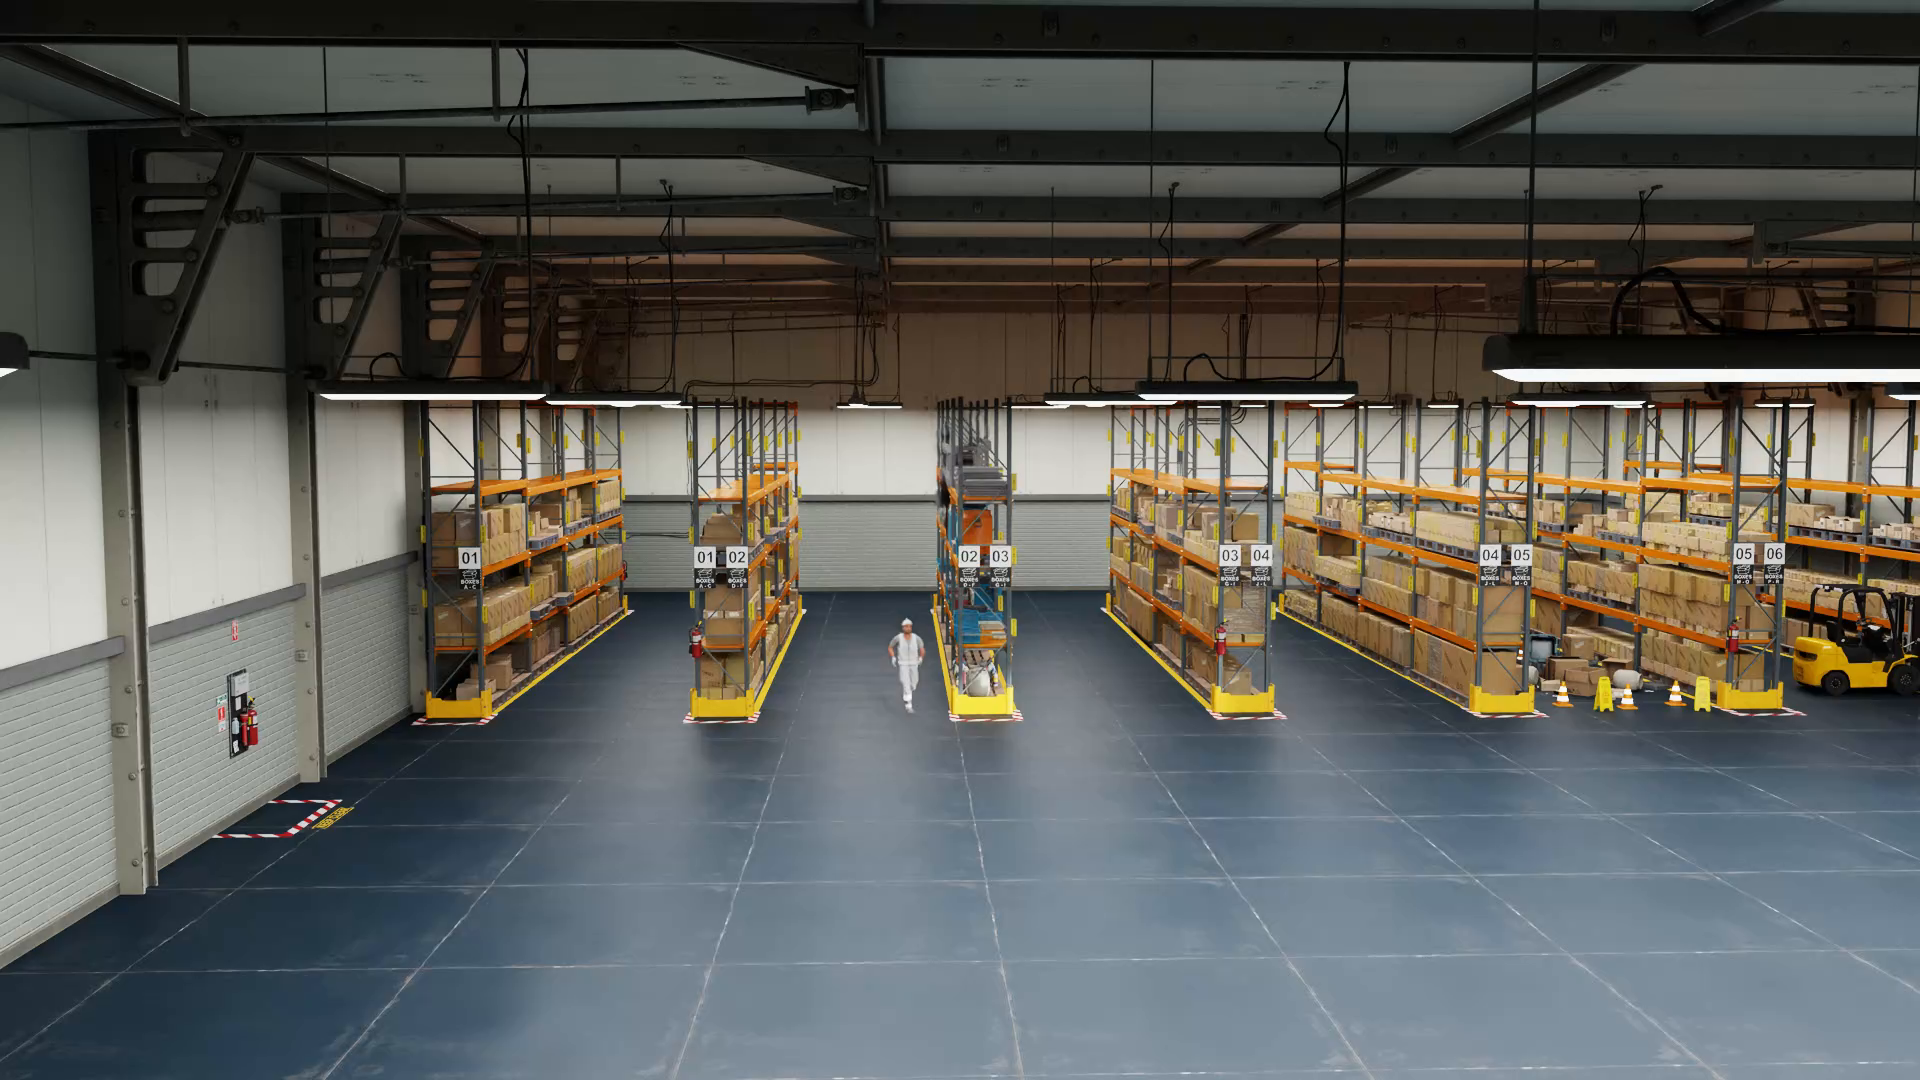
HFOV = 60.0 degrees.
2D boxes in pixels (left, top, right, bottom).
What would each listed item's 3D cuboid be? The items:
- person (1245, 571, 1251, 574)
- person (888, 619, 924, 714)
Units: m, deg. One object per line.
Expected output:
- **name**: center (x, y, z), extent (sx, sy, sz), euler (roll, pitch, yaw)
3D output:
- **person**: center (8.327, 1.203, 48.317), extent (0.773, 1.584, 0.642), euler (-2, 5, -21)
- **person**: center (-1.014, 2.387, 31.711), extent (0.687, 1.763, 0.881), euler (-1, 5, -15)
